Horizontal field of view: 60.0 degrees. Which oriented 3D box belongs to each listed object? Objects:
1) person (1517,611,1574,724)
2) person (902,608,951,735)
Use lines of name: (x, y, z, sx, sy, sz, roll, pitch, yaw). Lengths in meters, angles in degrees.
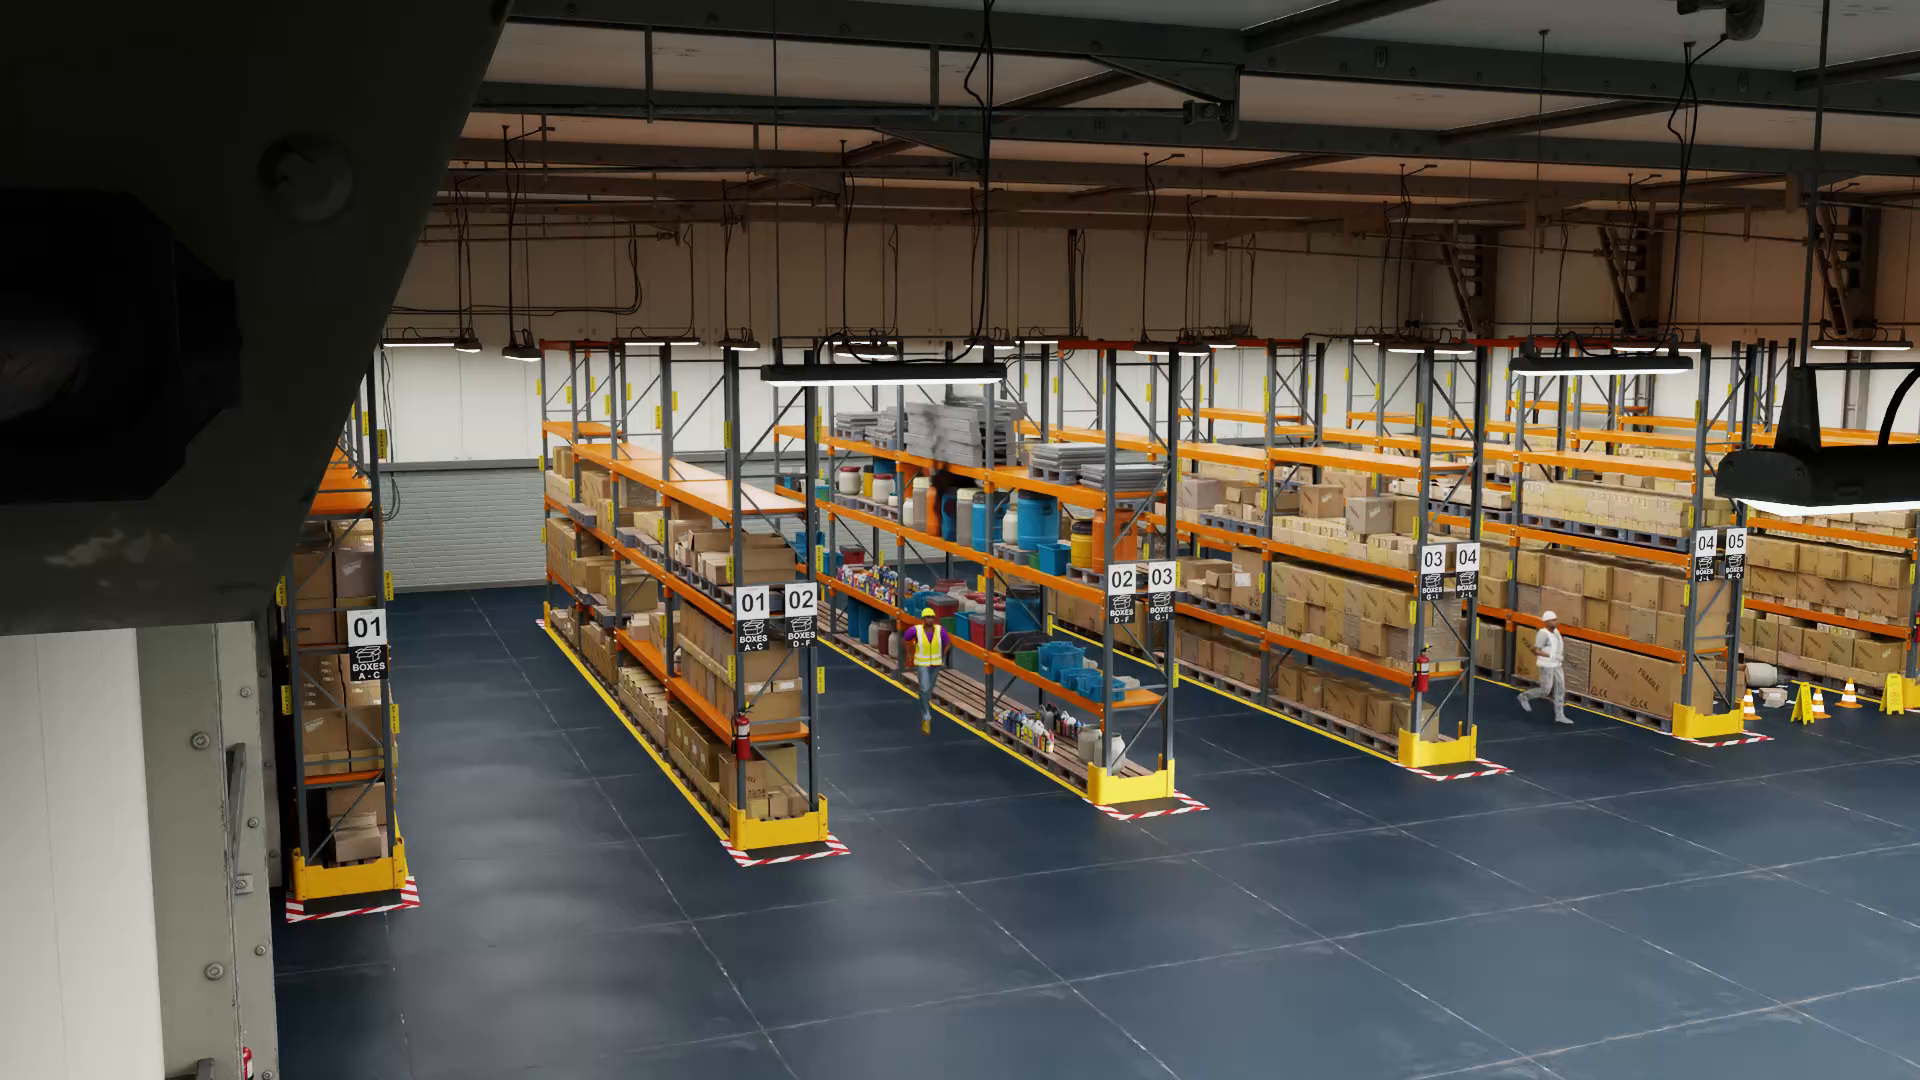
person: (9.371, 2.006, 26.482, 0.682, 1.768, 0.940, -6, 10, -40)
person: (-0.464, 1.941, 25.049, 0.678, 1.876, 0.749, -3, 8, -23)
